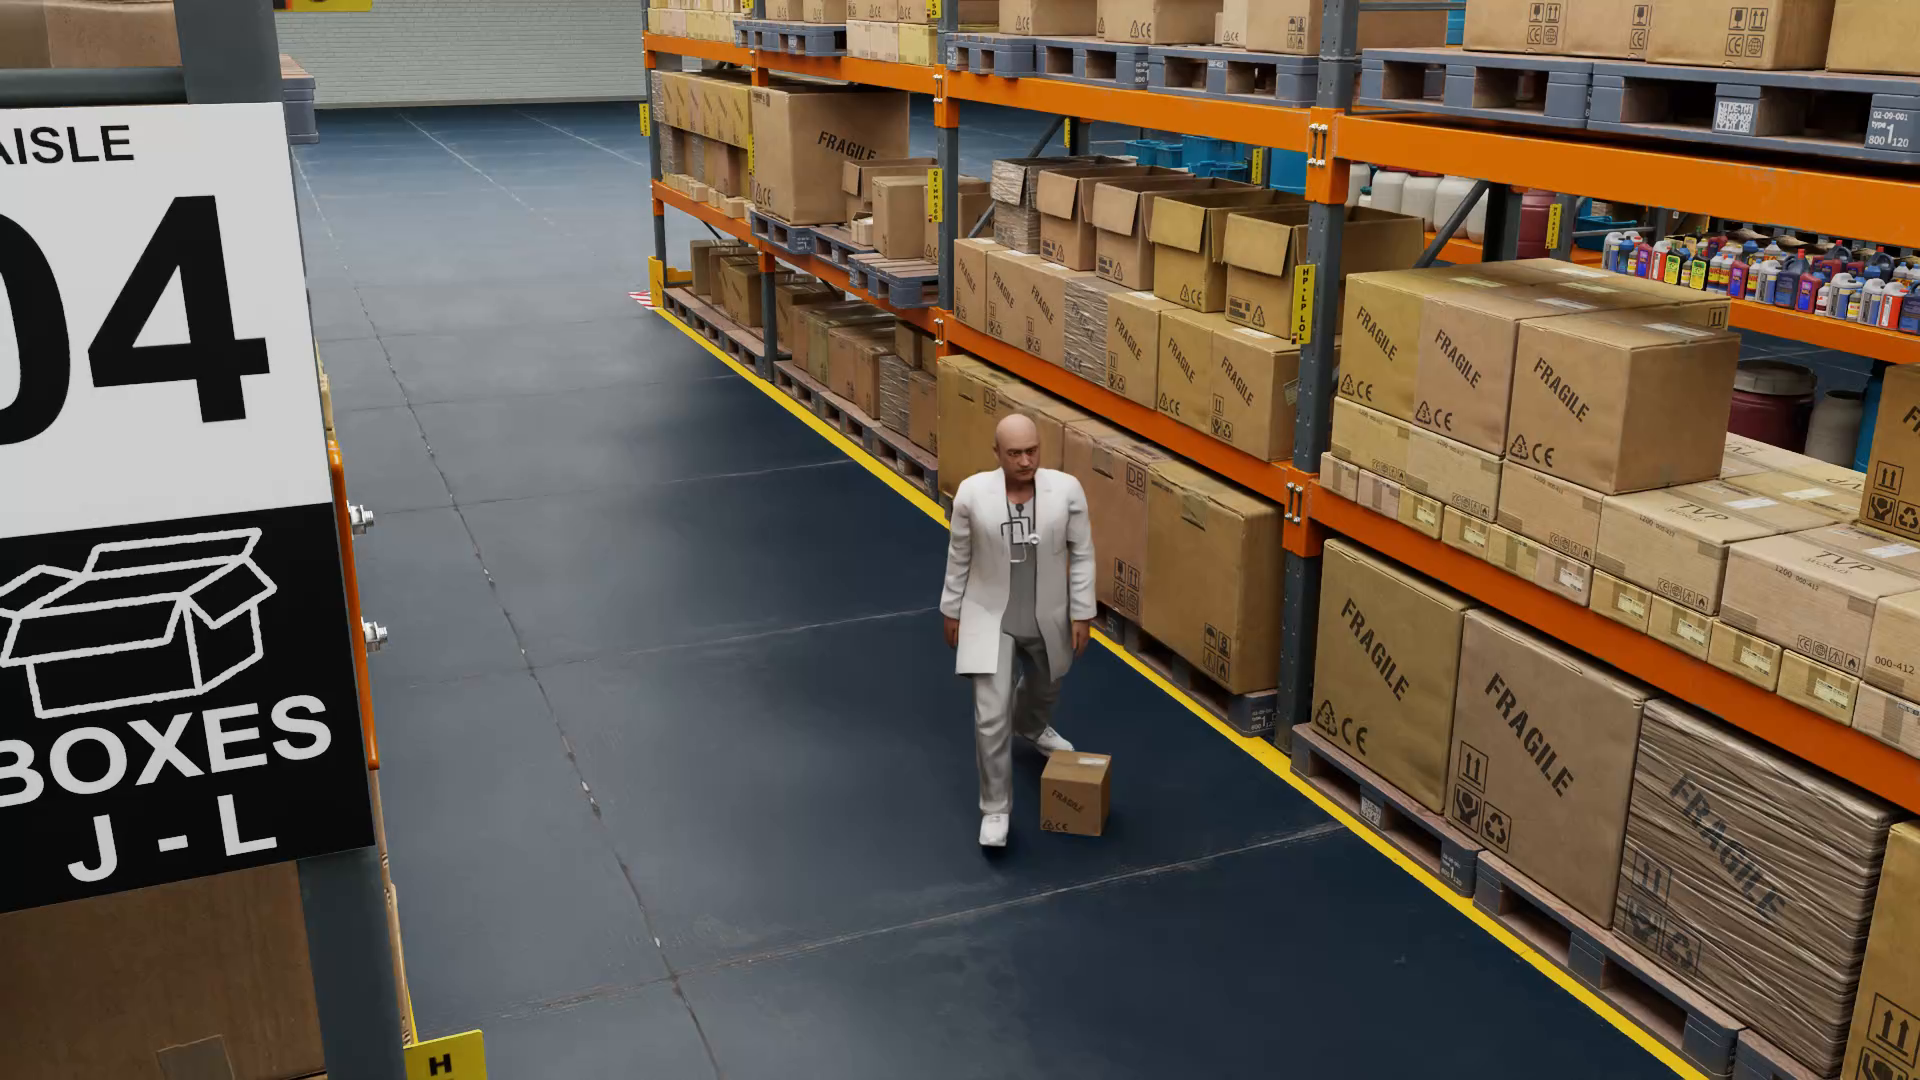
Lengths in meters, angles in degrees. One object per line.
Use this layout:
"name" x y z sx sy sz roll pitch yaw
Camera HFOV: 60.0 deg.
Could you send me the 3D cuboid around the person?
"person" 0.233 0.282 6.787 0.627 1.718 1.022 -2 19 -7
